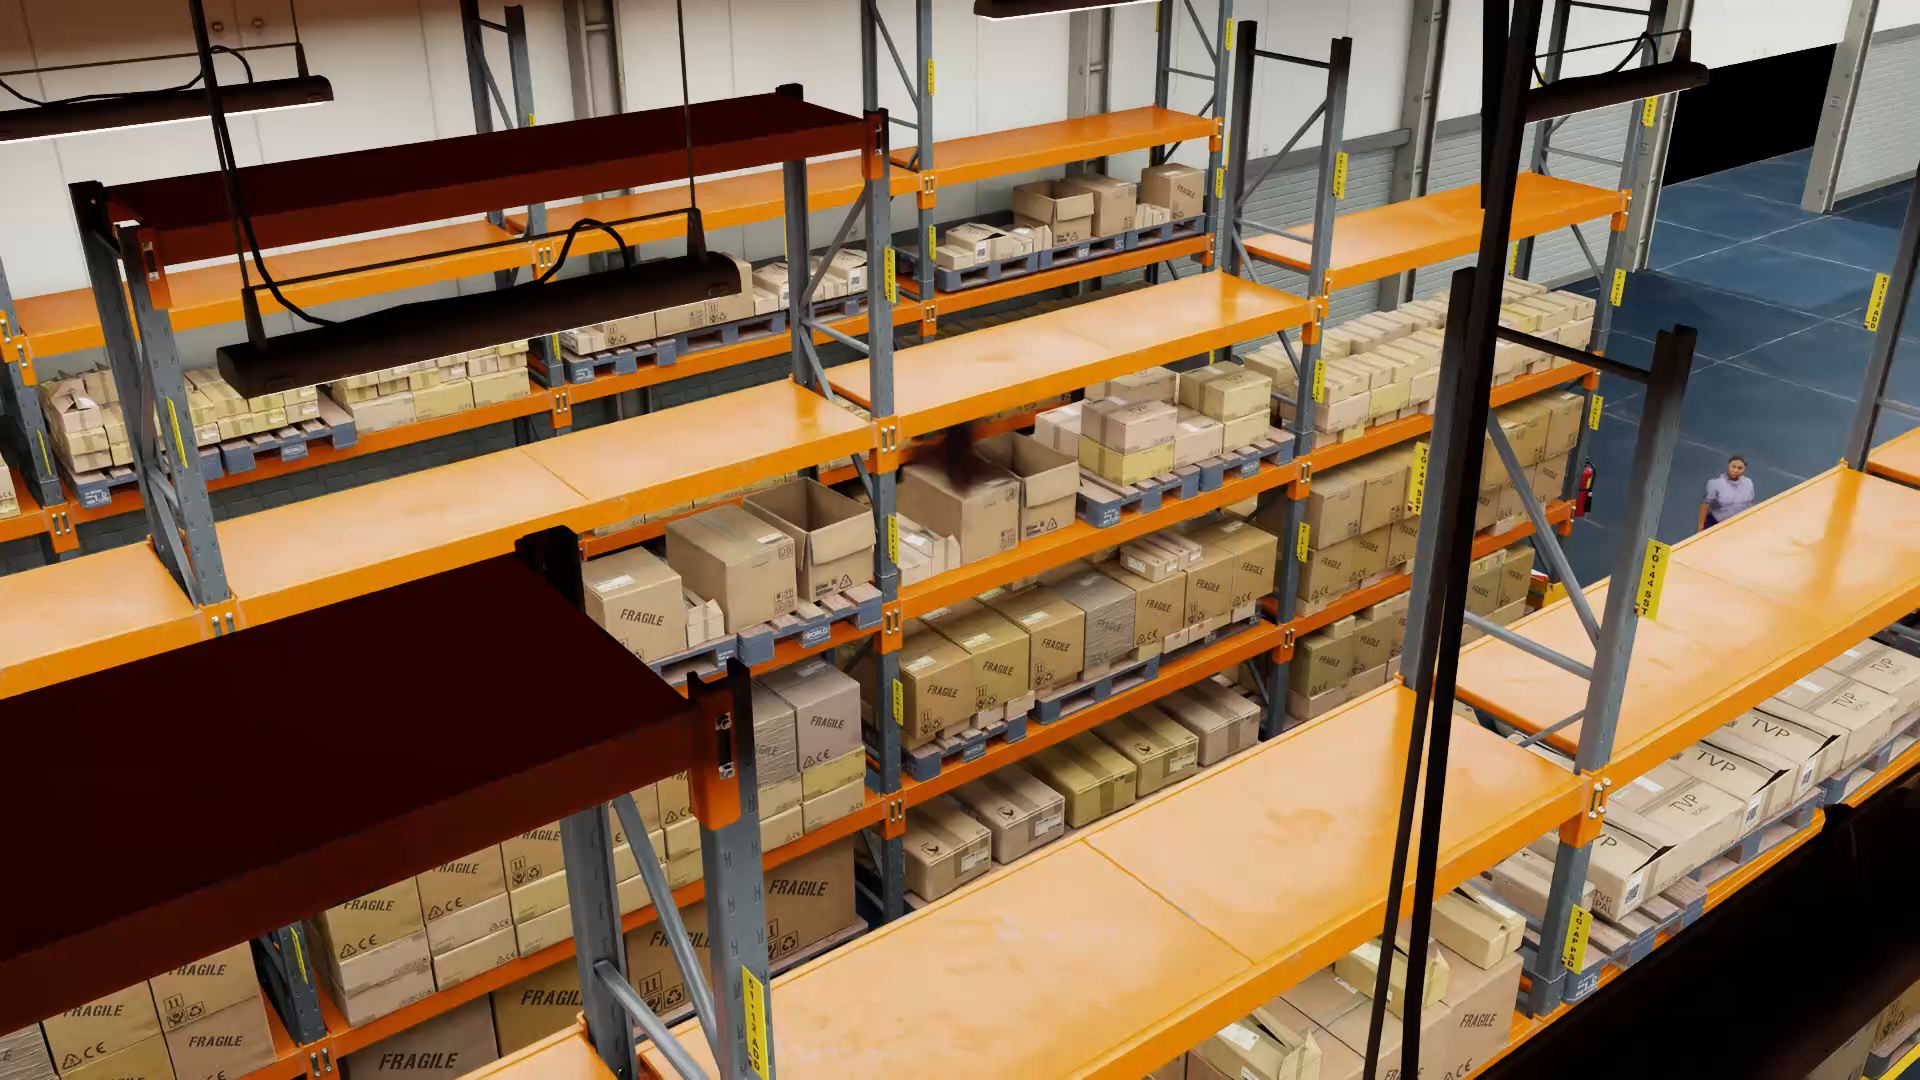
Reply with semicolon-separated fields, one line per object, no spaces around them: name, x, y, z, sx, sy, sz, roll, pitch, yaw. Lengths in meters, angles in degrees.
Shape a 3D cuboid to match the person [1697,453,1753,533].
person;7.510;-0.075;16.399;0.528;1.656;0.411;-9;27;-17
